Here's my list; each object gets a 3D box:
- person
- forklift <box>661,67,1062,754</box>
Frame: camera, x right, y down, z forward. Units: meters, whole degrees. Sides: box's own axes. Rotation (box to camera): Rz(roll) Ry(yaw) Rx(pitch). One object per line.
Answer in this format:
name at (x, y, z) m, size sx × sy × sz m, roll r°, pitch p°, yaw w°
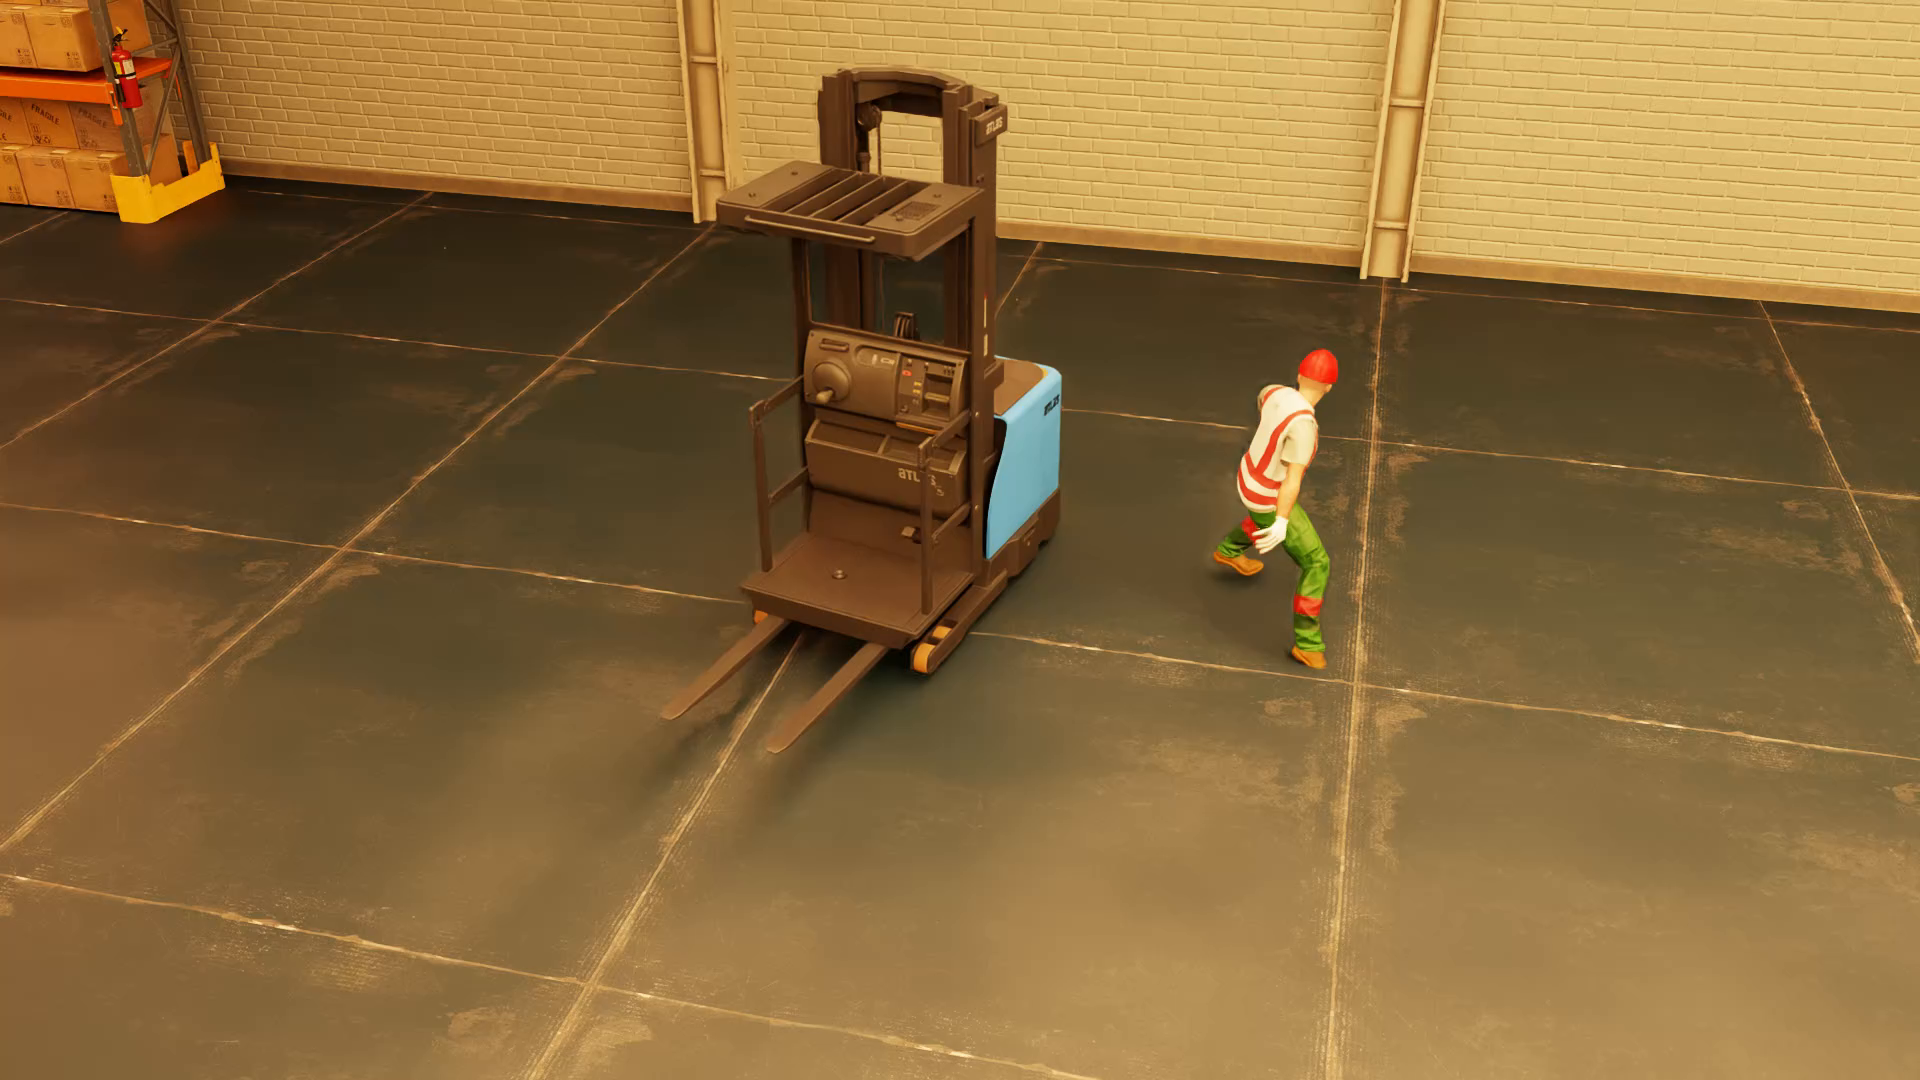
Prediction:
person at (1.758, -0.201, 8.955) m, size 0.561 × 1.715 × 1.168 m, roll 0°, pitch 30°, yaw 0°
forklift at (-0.497, -0.807, 8.594) m, size 1.130 × 2.935 × 3.031 m, roll 14°, pitch 32°, yaw 23°
